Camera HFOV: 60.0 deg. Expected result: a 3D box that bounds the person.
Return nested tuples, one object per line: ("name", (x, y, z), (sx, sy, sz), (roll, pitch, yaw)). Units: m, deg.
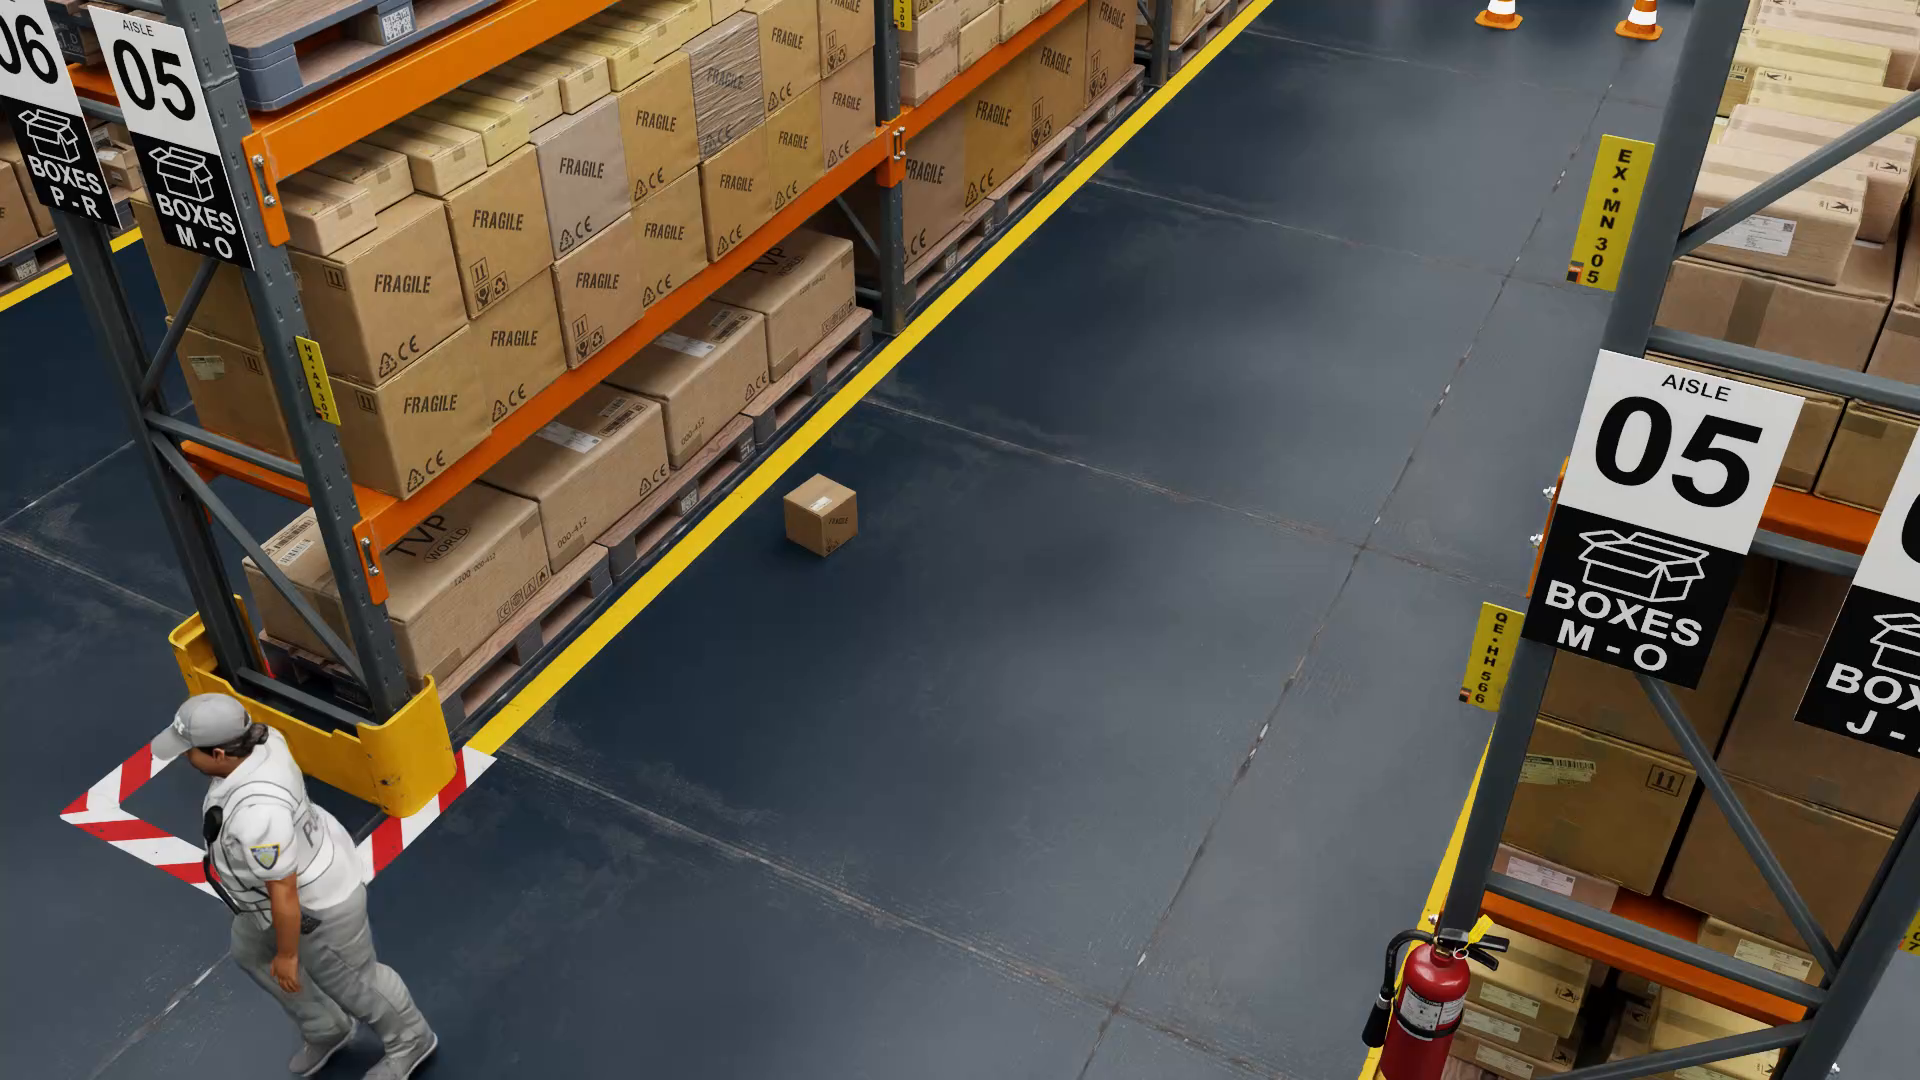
("person", (-2.106, 1.151, 5.305), (0.506, 1.698, 0.557), (-20, 42, -23))
